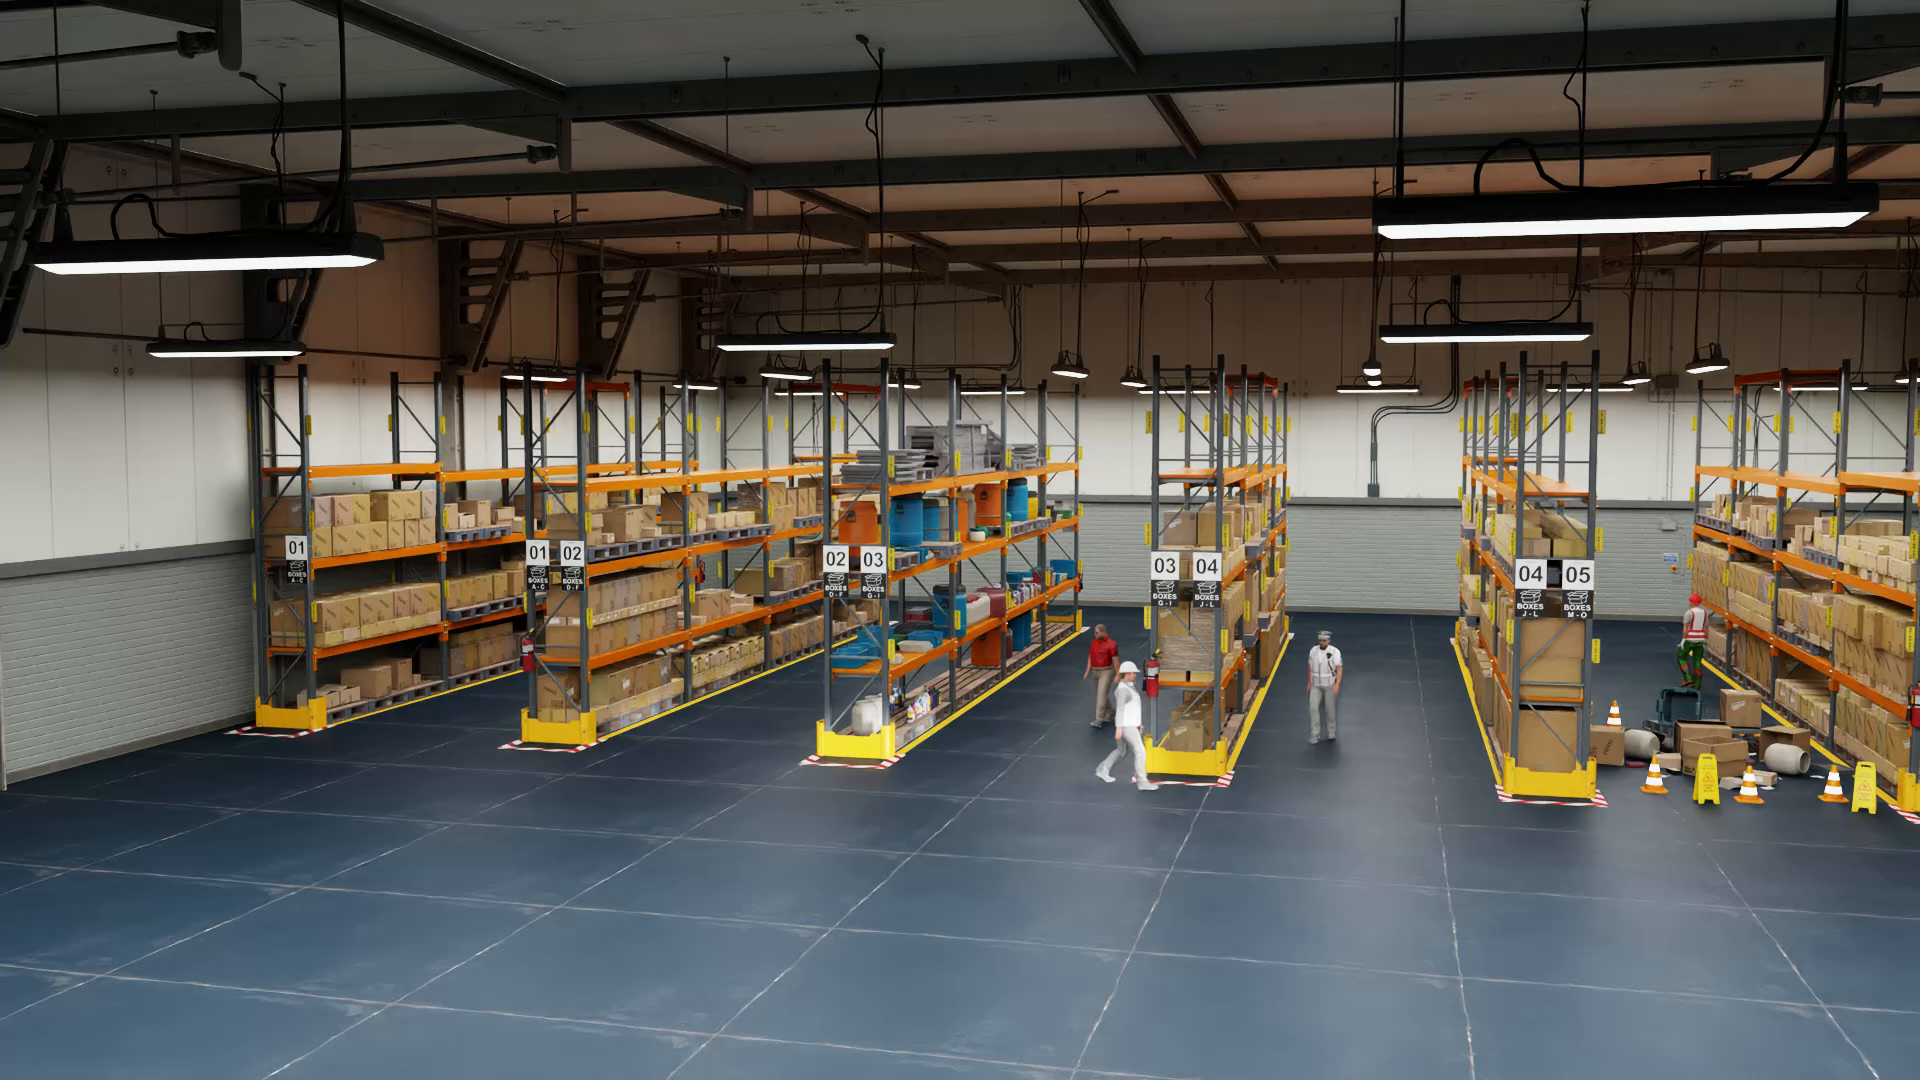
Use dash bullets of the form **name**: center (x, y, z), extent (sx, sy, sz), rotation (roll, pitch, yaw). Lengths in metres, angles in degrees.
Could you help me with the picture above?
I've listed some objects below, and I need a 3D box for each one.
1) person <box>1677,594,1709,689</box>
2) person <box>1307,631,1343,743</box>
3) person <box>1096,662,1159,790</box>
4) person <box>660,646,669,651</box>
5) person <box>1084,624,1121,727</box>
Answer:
- **person**: center (13.937, 1.926, 31.606), extent (0.592, 1.785, 0.408), rotation (-1, 4, -10)
- **person**: center (5.764, 2.324, 26.378), extent (0.602, 1.781, 0.639), rotation (2, 5, 32)
- **person**: center (2.314, 2.550, 23.009), extent (0.889, 1.743, 0.540), rotation (1, 4, 7)
- **person**: center (-6.121, 1.810, 33.728), extent (0.632, 1.741, 0.703), rotation (1, 4, 17)
- **person**: center (2.343, 2.245, 27.764), extent (0.913, 1.691, 0.600), rotation (-4, 5, -42)
